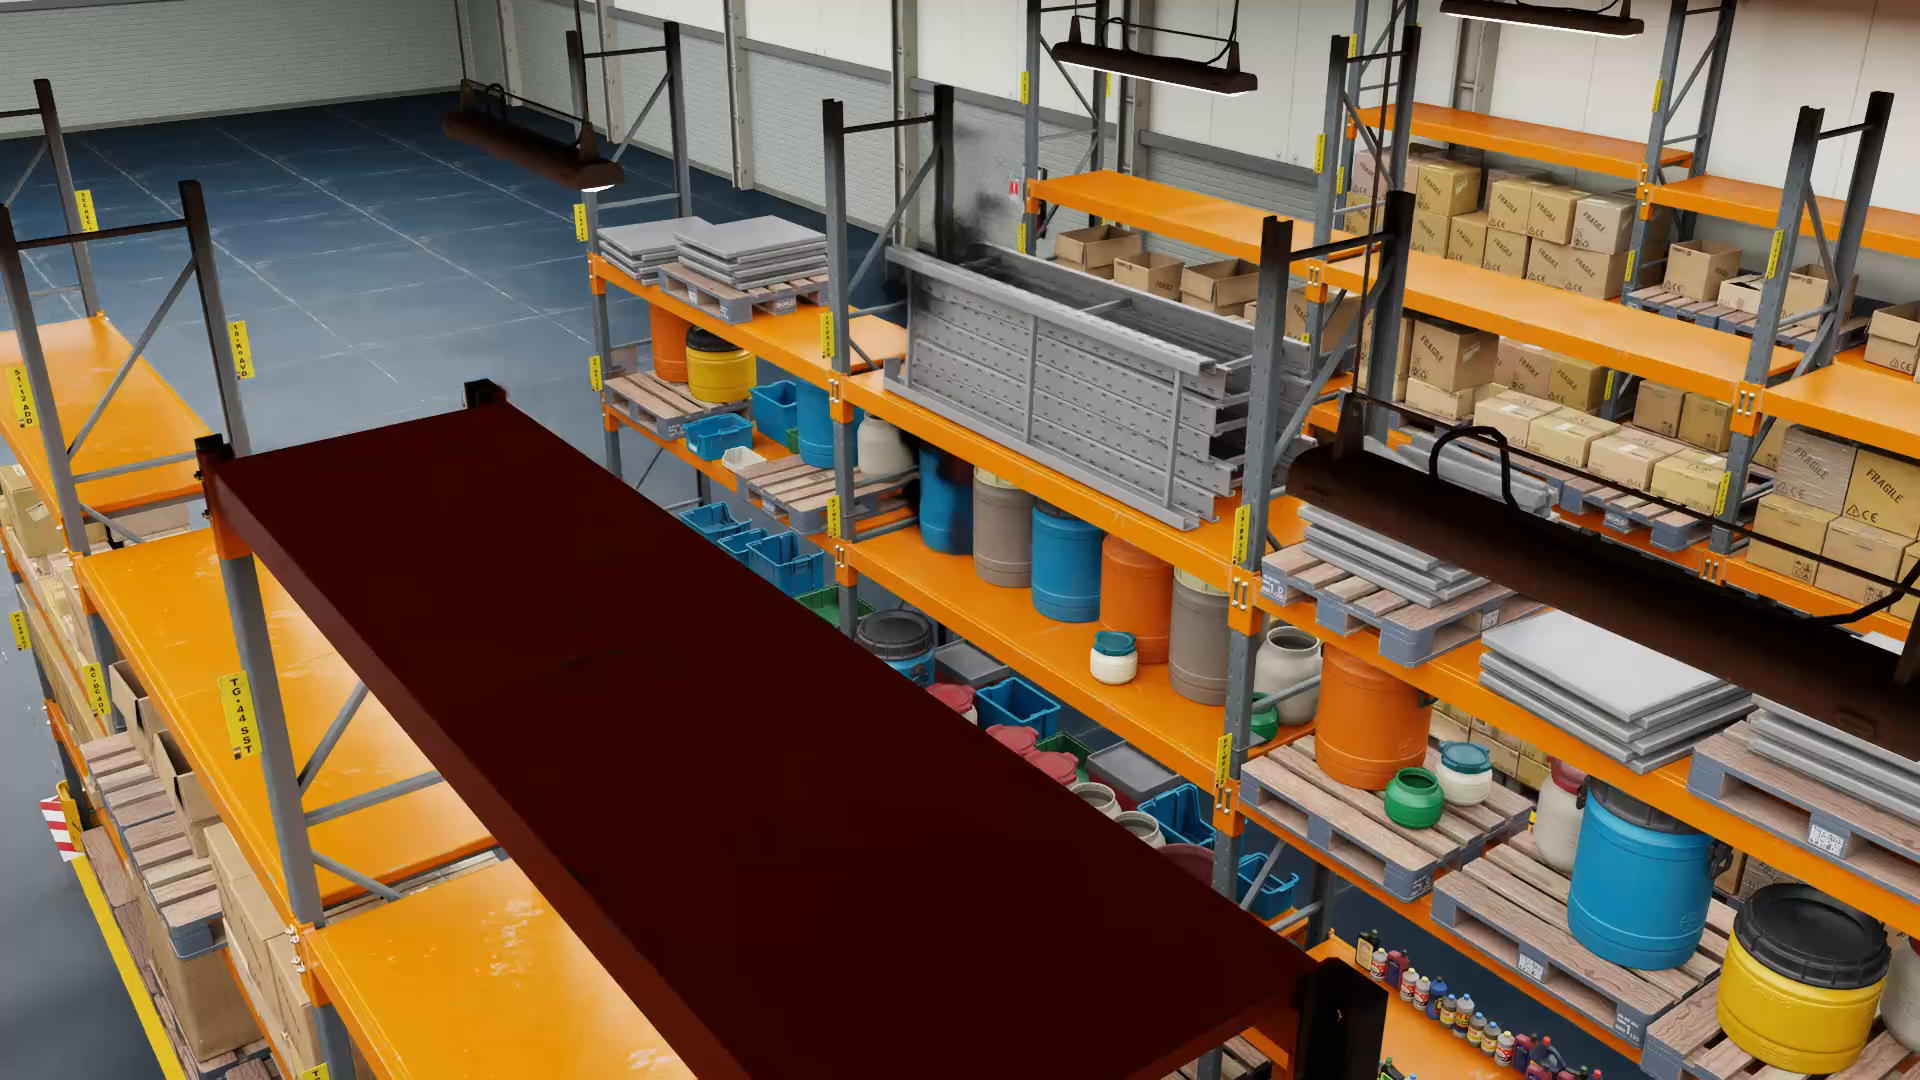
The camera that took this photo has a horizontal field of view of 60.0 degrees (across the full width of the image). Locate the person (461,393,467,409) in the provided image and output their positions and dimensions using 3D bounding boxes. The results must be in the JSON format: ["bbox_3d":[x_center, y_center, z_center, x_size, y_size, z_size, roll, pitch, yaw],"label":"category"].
[{"bbox_3d":[-5.546,-0.988,19.215,0.734,1.609,0.607,-6,25,-13],"label":"person"}]
